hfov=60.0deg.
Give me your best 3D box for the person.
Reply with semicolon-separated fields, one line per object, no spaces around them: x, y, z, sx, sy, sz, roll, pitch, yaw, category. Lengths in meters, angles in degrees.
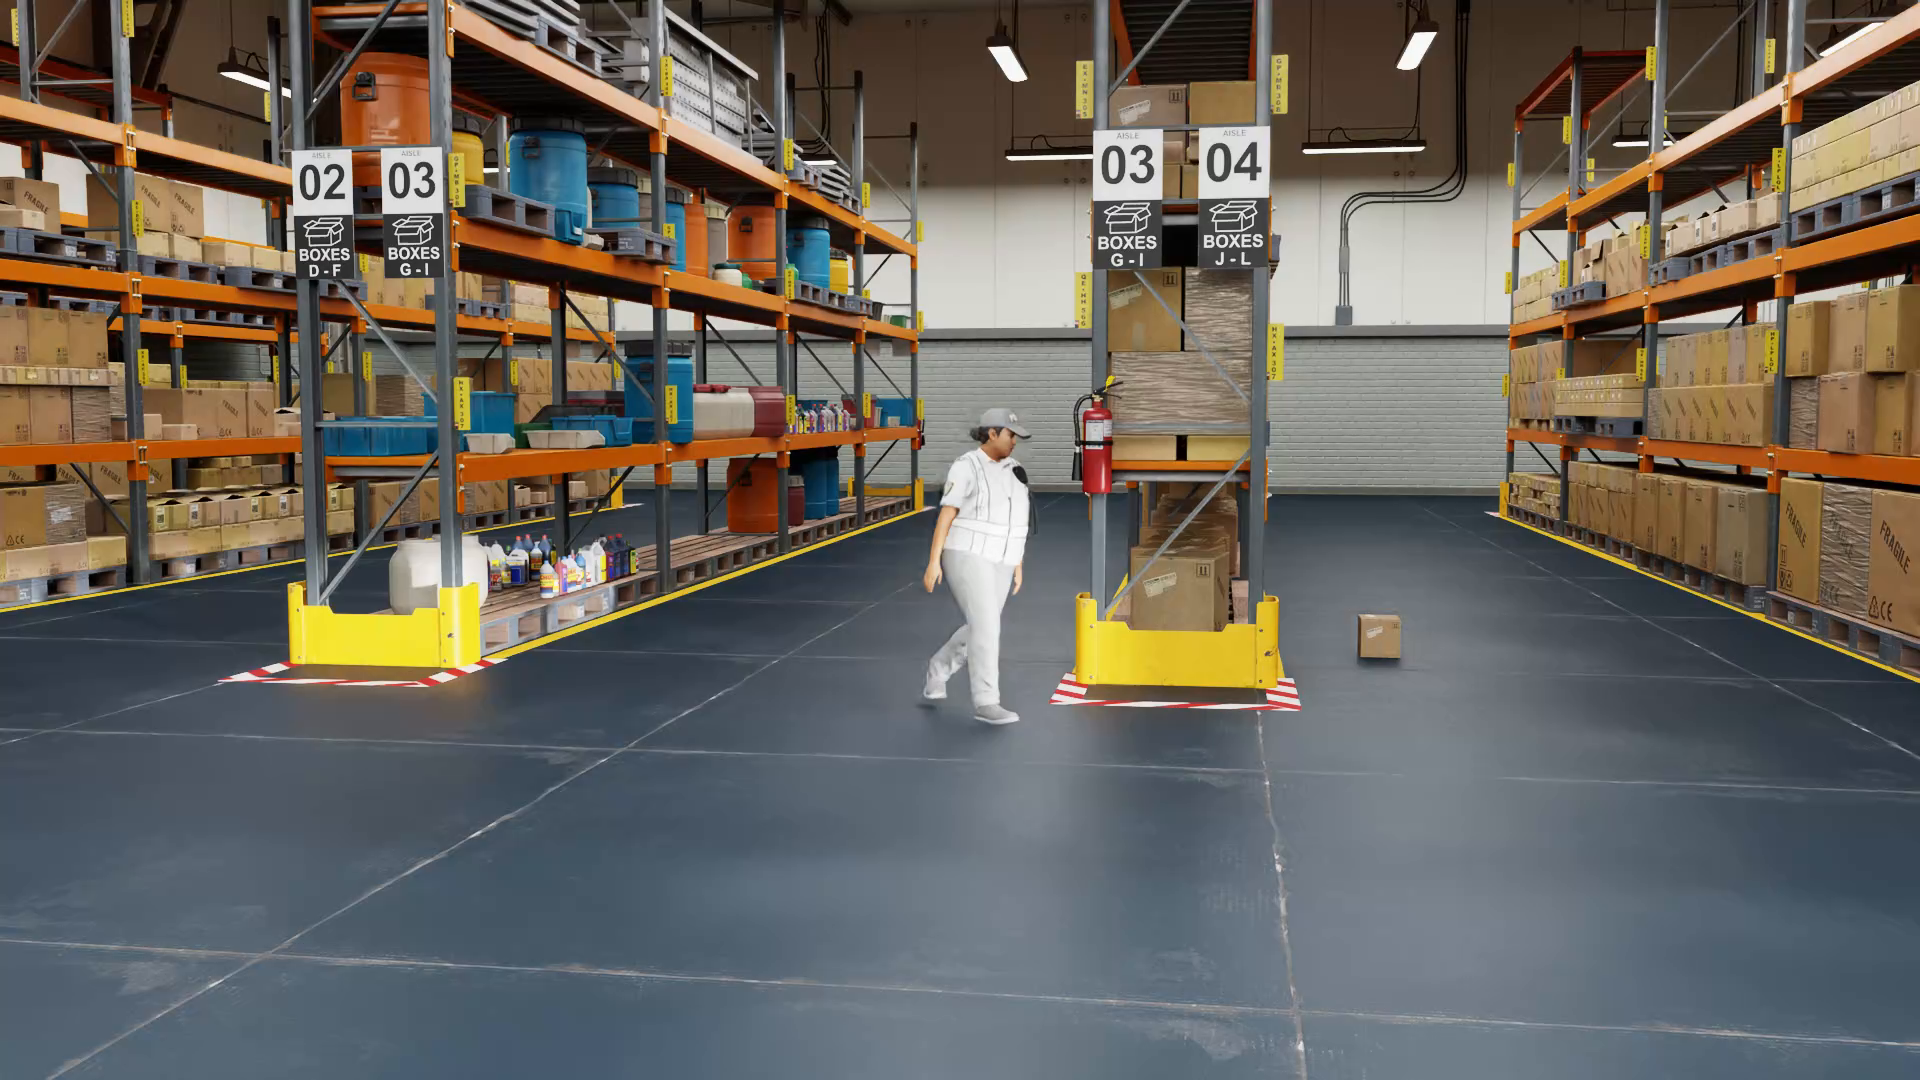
0.115;0.106;8.685;0.564;1.593;0.904;-4;6;-41;person
